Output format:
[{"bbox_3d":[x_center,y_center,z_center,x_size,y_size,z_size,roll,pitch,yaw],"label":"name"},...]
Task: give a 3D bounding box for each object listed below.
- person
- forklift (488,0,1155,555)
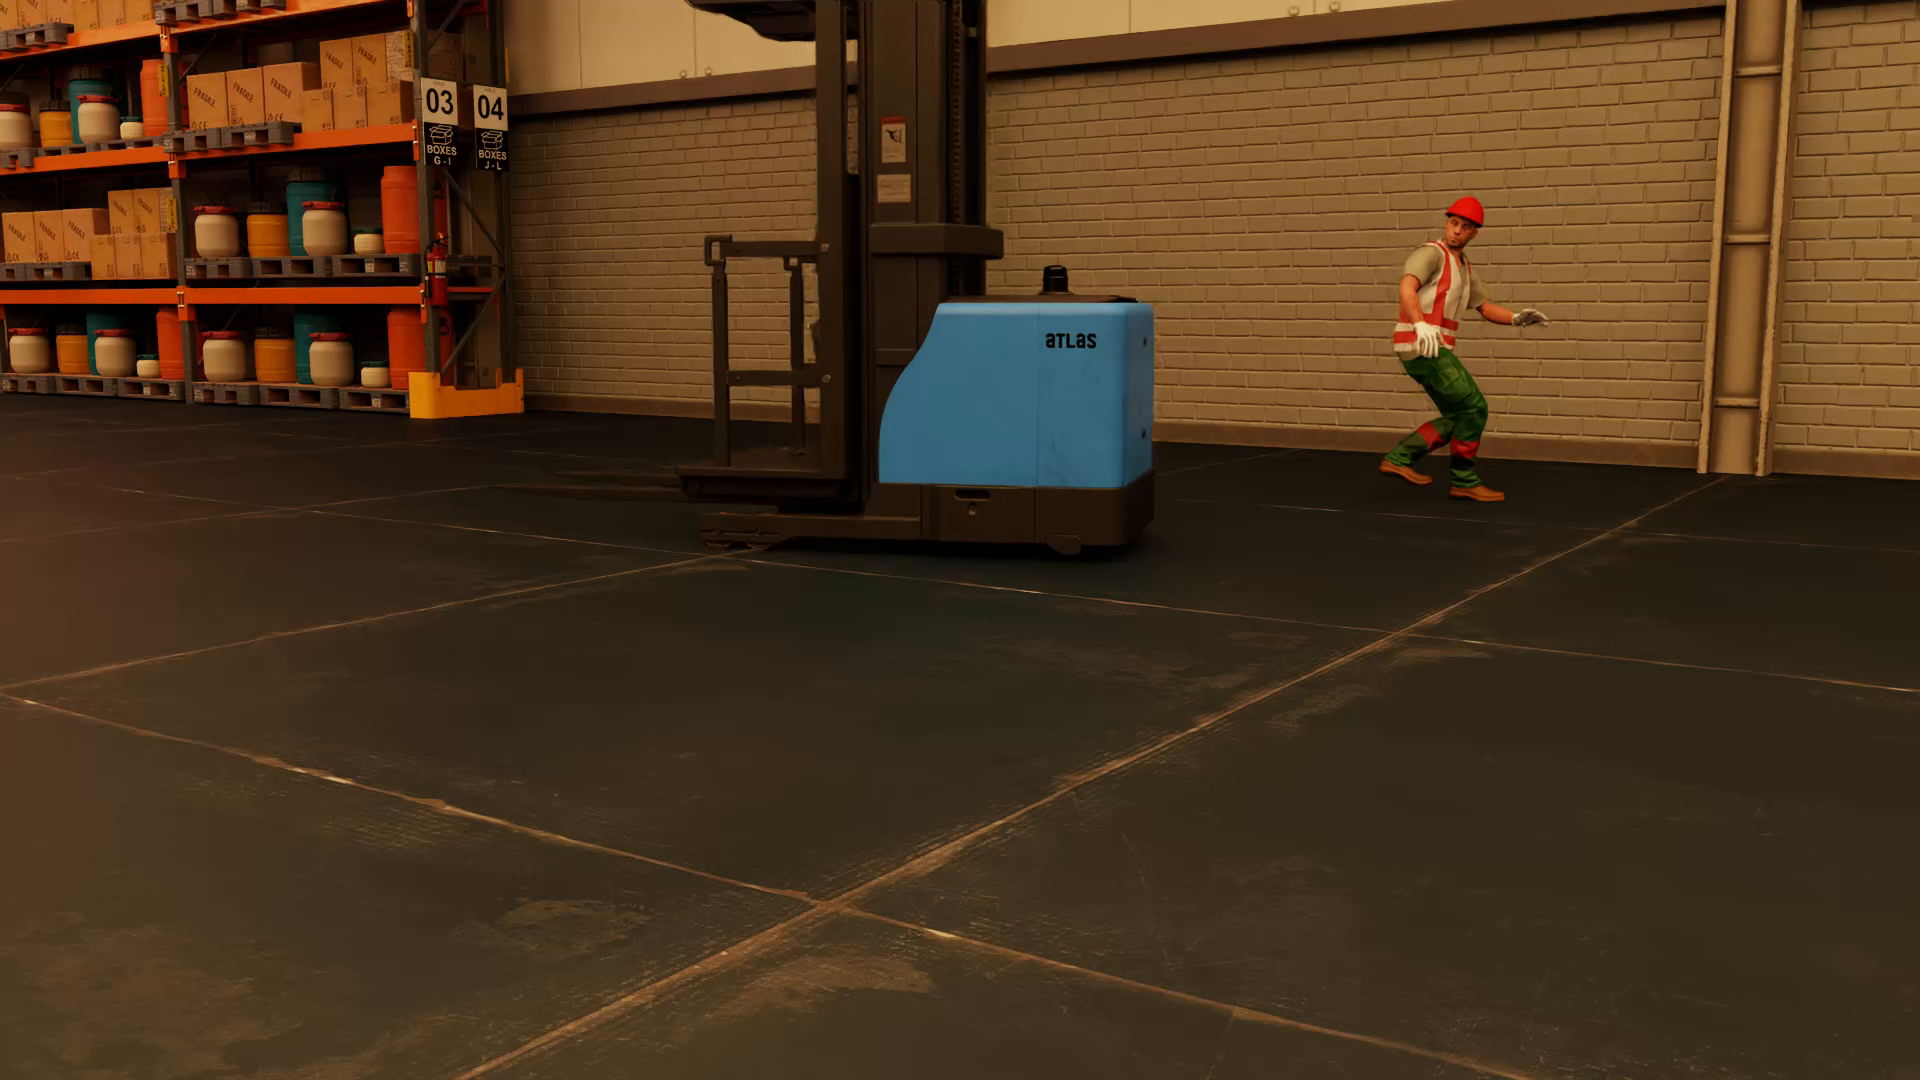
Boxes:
[{"bbox_3d":[2.702,-1.025,8.984,0.852,1.644,0.895,4,9,27],"label":"person"},{"bbox_3d":[-0.664,-1.474,7.560,3.031,2.935,1.130,2,8,14],"label":"forklift"}]
